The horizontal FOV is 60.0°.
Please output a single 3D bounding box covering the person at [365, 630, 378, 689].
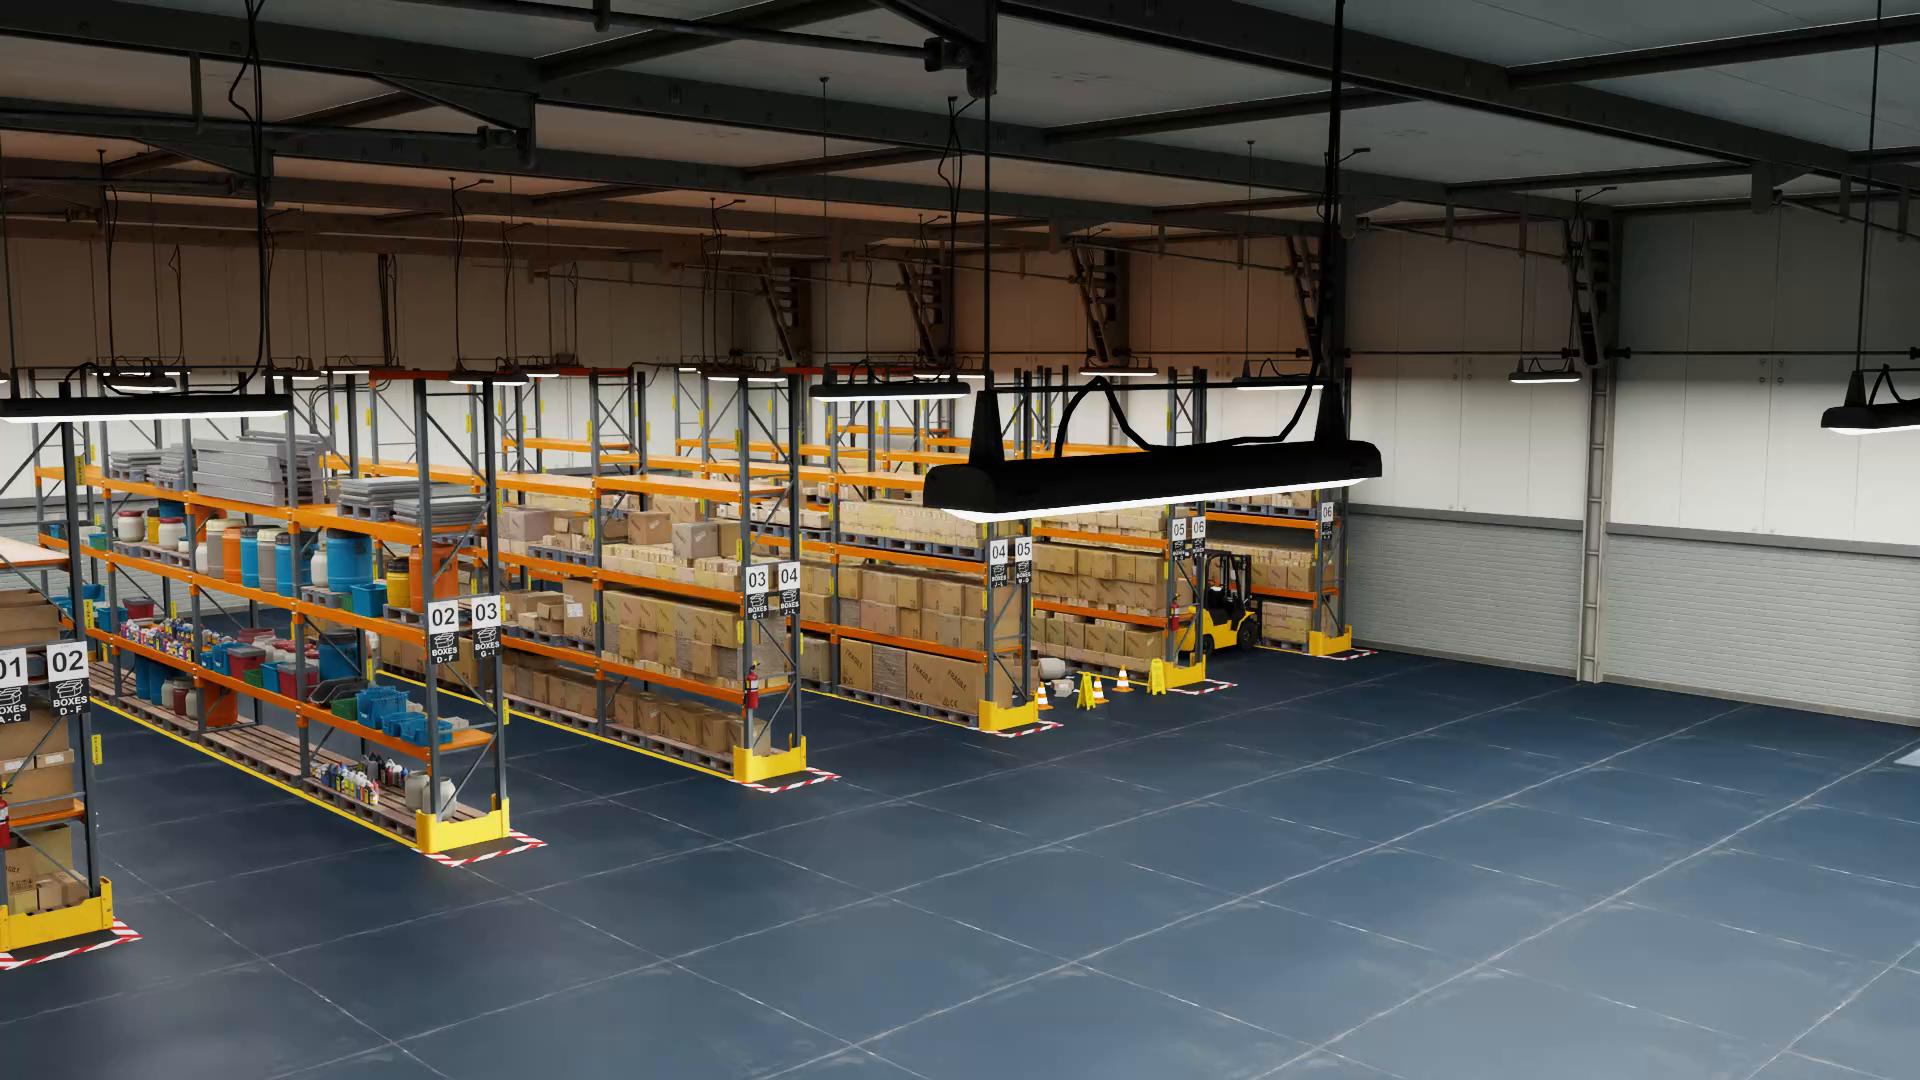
[{"bbox_3d":[-11.006,2.030,30.934,0.410,1.671,0.544,-1,6,-7],"label":"person"}]
